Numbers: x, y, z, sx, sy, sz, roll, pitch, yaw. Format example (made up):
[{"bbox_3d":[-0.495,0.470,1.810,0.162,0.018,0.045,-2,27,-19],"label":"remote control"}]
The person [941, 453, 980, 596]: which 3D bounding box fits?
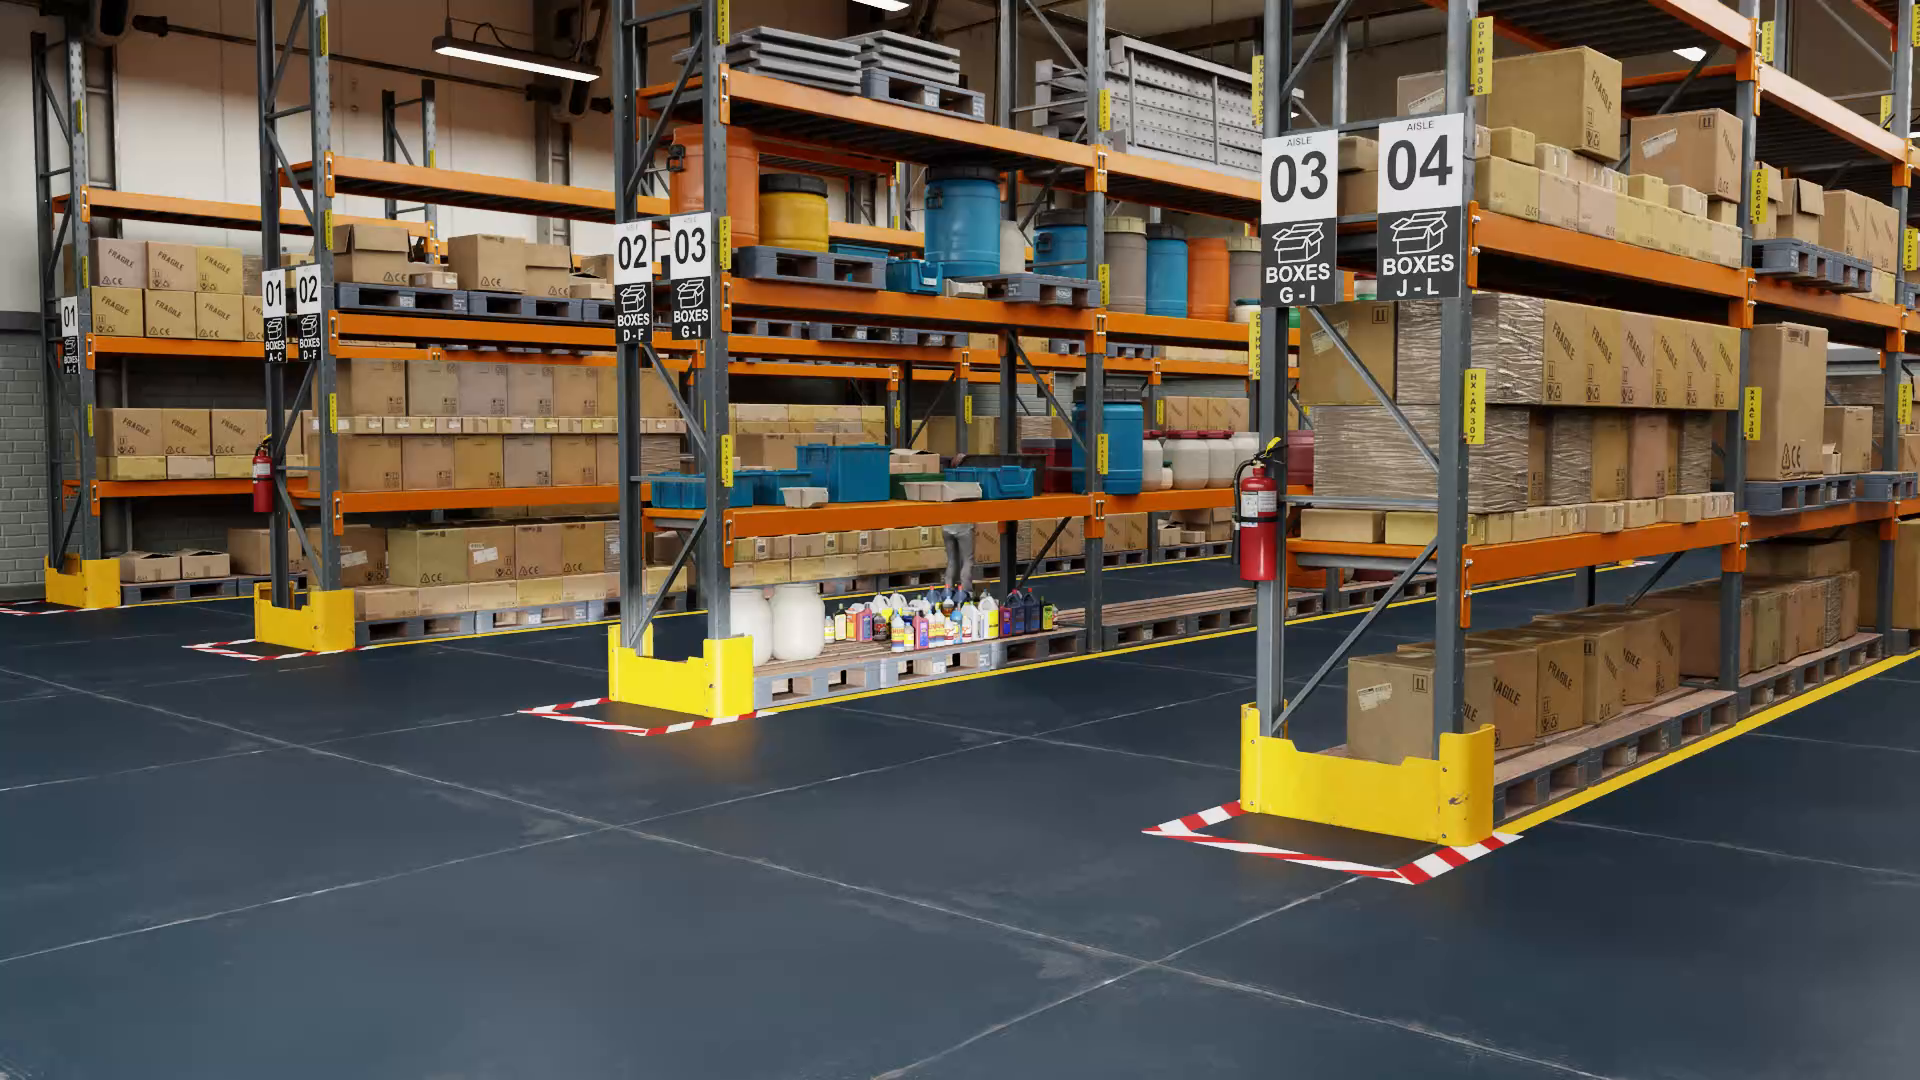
[{"bbox_3d":[-0.011,-0.098,17.221,0.480,1.594,0.343,3,5,39],"label":"person"}]
